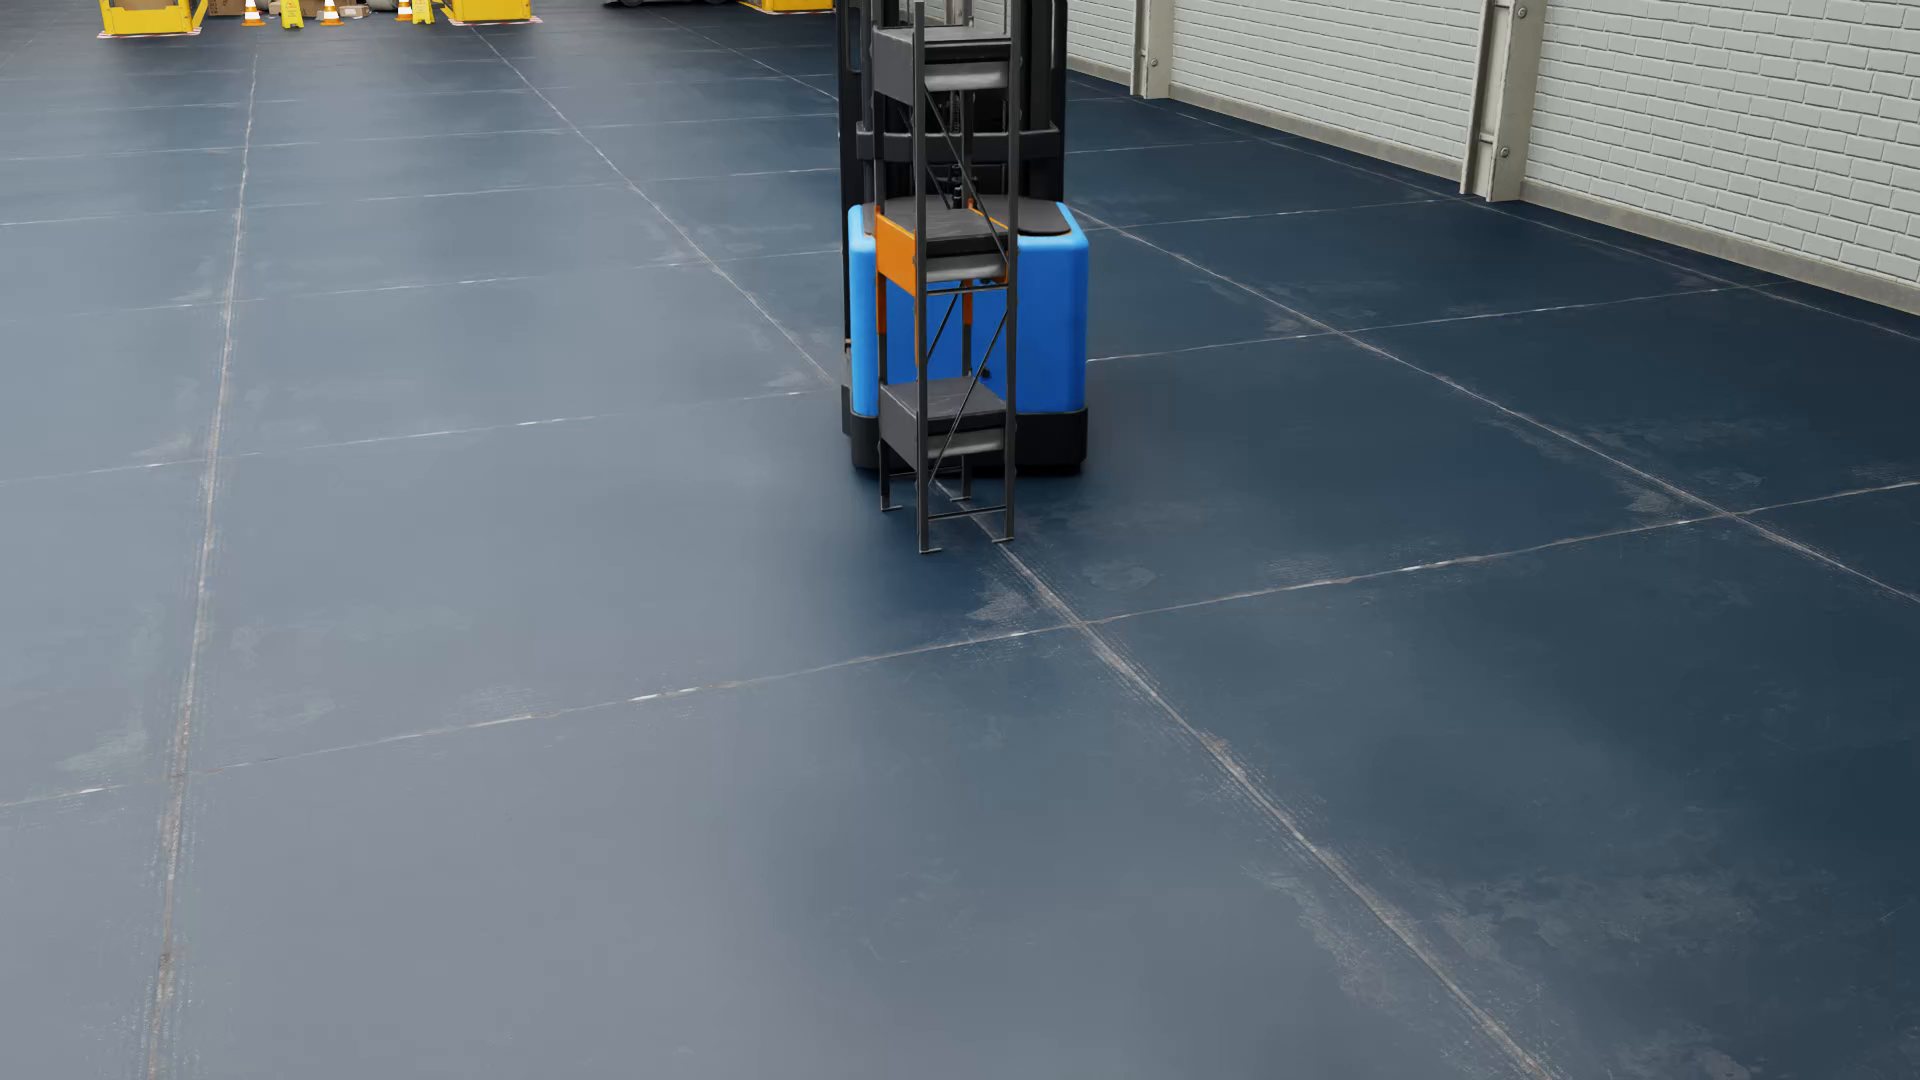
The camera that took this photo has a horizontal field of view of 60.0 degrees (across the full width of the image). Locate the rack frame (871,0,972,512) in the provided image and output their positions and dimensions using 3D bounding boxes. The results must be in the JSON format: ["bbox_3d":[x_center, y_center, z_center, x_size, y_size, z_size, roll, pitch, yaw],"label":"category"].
[{"bbox_3d":[-0.145,-1.116,6.695,0.400,2.100,0.015,-8,24,-19],"label":"rack frame"}]

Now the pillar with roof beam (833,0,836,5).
[{"bbox_3d":[-6.157,-12.840,25.628,9.100,9.000,0.400,-8,24,-19],"label":"pillar with roof beam"}]

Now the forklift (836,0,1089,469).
[{"bbox_3d":[-0.057,-2.194,8.182,1.130,2.935,3.031,-2,23,-4],"label":"forklift"}]

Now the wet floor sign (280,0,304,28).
[{"bbox_3d":[-10.102,-8.067,25.060,0.267,0.644,0.232,-13,26,-28],"label":"wet floor sign"}]

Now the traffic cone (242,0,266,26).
[{"bbox_3d":[-10.823,-8.110,25.396,0.336,0.463,0.334,-8,24,-19],"label":"traffic cone"}]

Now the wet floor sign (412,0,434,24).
[{"bbox_3d":[-8.303,-8.306,25.627,0.267,0.644,0.232,0,23,-1],"label":"wet floor sign"}]

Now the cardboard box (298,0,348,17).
[{"bbox_3d":[-10.358,-8.748,26.856,0.637,0.503,0.797,12,26,27],"label":"cardboard box"}]

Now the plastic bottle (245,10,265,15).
[{"bbox_3d":[-11.410,-8.532,26.913,0.283,0.061,0.133,-18,29,-37],"label":"plastic bottle"}]

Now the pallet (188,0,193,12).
[{"bbox_3d":[-13.182,-8.773,27.292,1.003,0.211,1.213,-8,24,-19],"label":"pallet"}]

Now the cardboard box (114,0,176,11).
[{"bbox_3d":[-12.266,-8.343,24.877,0.875,0.875,0.875,-8,24,-19],"label":"cardboard box"}]

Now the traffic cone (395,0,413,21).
[{"bbox_3d":[-8.728,-8.417,26.125,0.336,0.463,0.334,-8,24,-19],"label":"traffic cone"}]

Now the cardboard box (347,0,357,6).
[{"bbox_3d":[-10.502,-9.210,28.260,0.396,0.266,0.258,12,26,27],"label":"cardboard box"}]

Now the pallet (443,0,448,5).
[{"bbox_3d":[-8.512,-9.536,29.104,1.003,0.211,1.213,-8,24,-19],"label":"pallet"}]

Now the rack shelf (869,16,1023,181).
[{"bbox_3d":[-0.058,-1.660,6.218,0.431,0.518,0.480,-8,24,-19],"label":"rack shelf"}]

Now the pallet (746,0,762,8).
[{"bbox_3d":[-3.036,-9.277,28.488,1.003,0.211,1.213,-8,24,-19],"label":"pallet"}]

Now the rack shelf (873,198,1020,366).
[{"bbox_3d":[-0.058,-1.015,6.490,0.431,0.518,0.480,-8,24,-19],"label":"rack shelf"}]

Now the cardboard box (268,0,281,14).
[{"bbox_3d":[-11.047,-8.713,27.080,0.396,0.266,0.258,-4,23,-10],"label":"cardboard box"}]

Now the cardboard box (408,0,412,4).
[{"bbox_3d":[-9.677,-9.334,28.248,0.500,0.500,0.500,8,24,18],"label":"cardboard box"}]

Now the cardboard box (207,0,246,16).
[{"bbox_3d":[-11.869,-8.771,26.912,0.500,0.500,0.500,-4,23,-10],"label":"cardboard box"}]

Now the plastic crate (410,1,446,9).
[{"bbox_3d":[-8.995,-9.032,28.076,0.402,0.080,0.583,-18,29,-37],"label":"plastic crate"}]

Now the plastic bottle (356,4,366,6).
[{"bbox_3d":[-10.081,-8.980,27.977,0.133,0.061,0.283,-4,23,-10],"label":"plastic bottle"}]

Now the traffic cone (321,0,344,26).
[{"bbox_3d":[-9.646,-8.141,25.470,0.336,0.463,0.334,-8,24,-19],"label":"traffic cone"}]

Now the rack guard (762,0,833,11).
[{"bbox_3d":[-2.718,-9.129,27.765,1.175,0.500,0.348,-8,24,-19],"label":"rack guard"}]

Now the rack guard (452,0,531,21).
[{"bbox_3d":[-7.396,-8.483,26.232,1.175,0.500,0.348,-8,24,-19],"label":"rack guard"}]

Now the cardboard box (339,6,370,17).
[{"bbox_3d":[-9.722,-8.492,26.707,0.380,0.149,0.250,4,23,9],"label":"cardboard box"}]

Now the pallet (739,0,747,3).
[{"bbox_3d":[-3.463,-9.719,29.538,1.003,0.211,1.213,-8,24,-19],"label":"pallet"}]

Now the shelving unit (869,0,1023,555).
[{"bbox_3d":[-0.058,-1.028,6.485,0.431,2.100,0.503,-8,24,-19],"label":"shelving unit"}]

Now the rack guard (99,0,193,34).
[{"bbox_3d":[-11.956,-7.731,24.448,1.175,0.500,0.348,-8,24,-19],"label":"rack guard"}]

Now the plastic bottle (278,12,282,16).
[{"bbox_3d":[-10.871,-8.459,26.741,0.133,0.061,0.283,-18,29,-37],"label":"plastic bottle"}]

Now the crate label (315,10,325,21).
[{"bbox_3d":[-9.982,-8.268,26.191,0.298,0.136,0.250,18,29,36],"label":"crate label"}]

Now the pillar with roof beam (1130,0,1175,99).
[{"bbox_3d":[-1.918,-8.480,15.283,9.100,9.000,0.400,-8,24,-19],"label":"pillar with roof beam"}]

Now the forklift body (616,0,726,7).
[{"bbox_3d":[-5.103,-10.337,28.506,2.313,2.155,1.214,-8,24,-19],"label":"forklift body"}]

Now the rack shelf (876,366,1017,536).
[{"bbox_3d":[-0.058,-0.370,6.762,0.431,0.518,0.480,-8,24,-19],"label":"rack shelf"}]

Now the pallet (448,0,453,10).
[{"bbox_3d":[-8.077,-9.092,28.050,1.003,0.211,1.213,-8,24,-19],"label":"pallet"}]

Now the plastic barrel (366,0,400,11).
[{"bbox_3d":[-9.515,-8.963,27.470,0.512,0.421,0.421,8,24,18],"label":"plastic barrel"}]

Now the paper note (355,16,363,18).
[{"bbox_3d":[-9.565,-8.309,26.425,0.148,0.019,0.142,-18,29,-37],"label":"paper note"}]

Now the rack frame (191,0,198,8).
[{"bbox_3d":[-13.377,-10.345,27.431,1.000,3.000,0.127,-8,24,-19],"label":"rack frame"}]

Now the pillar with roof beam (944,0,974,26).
[{"bbox_3d":[-4.037,-10.660,20.455,9.100,9.000,0.400,-8,24,-19],"label":"pillar with roof beam"}]

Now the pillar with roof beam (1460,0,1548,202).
[{"bbox_3d":[0.202,-6.300,10.110,9.100,9.000,0.400,-8,24,-19],"label":"pillar with roof beam"}]

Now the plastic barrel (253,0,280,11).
[{"bbox_3d":[-11.541,-8.956,27.453,0.512,0.421,0.421,8,24,18],"label":"plastic barrel"}]

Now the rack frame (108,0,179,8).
[{"bbox_3d":[-11.964,-8.891,23.983,1.000,3.000,0.127,-8,24,-19],"label":"rack frame"}]

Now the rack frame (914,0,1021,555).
[{"bbox_3d":[0.028,-0.939,6.275,0.400,2.100,0.015,-8,24,-19],"label":"rack frame"}]
